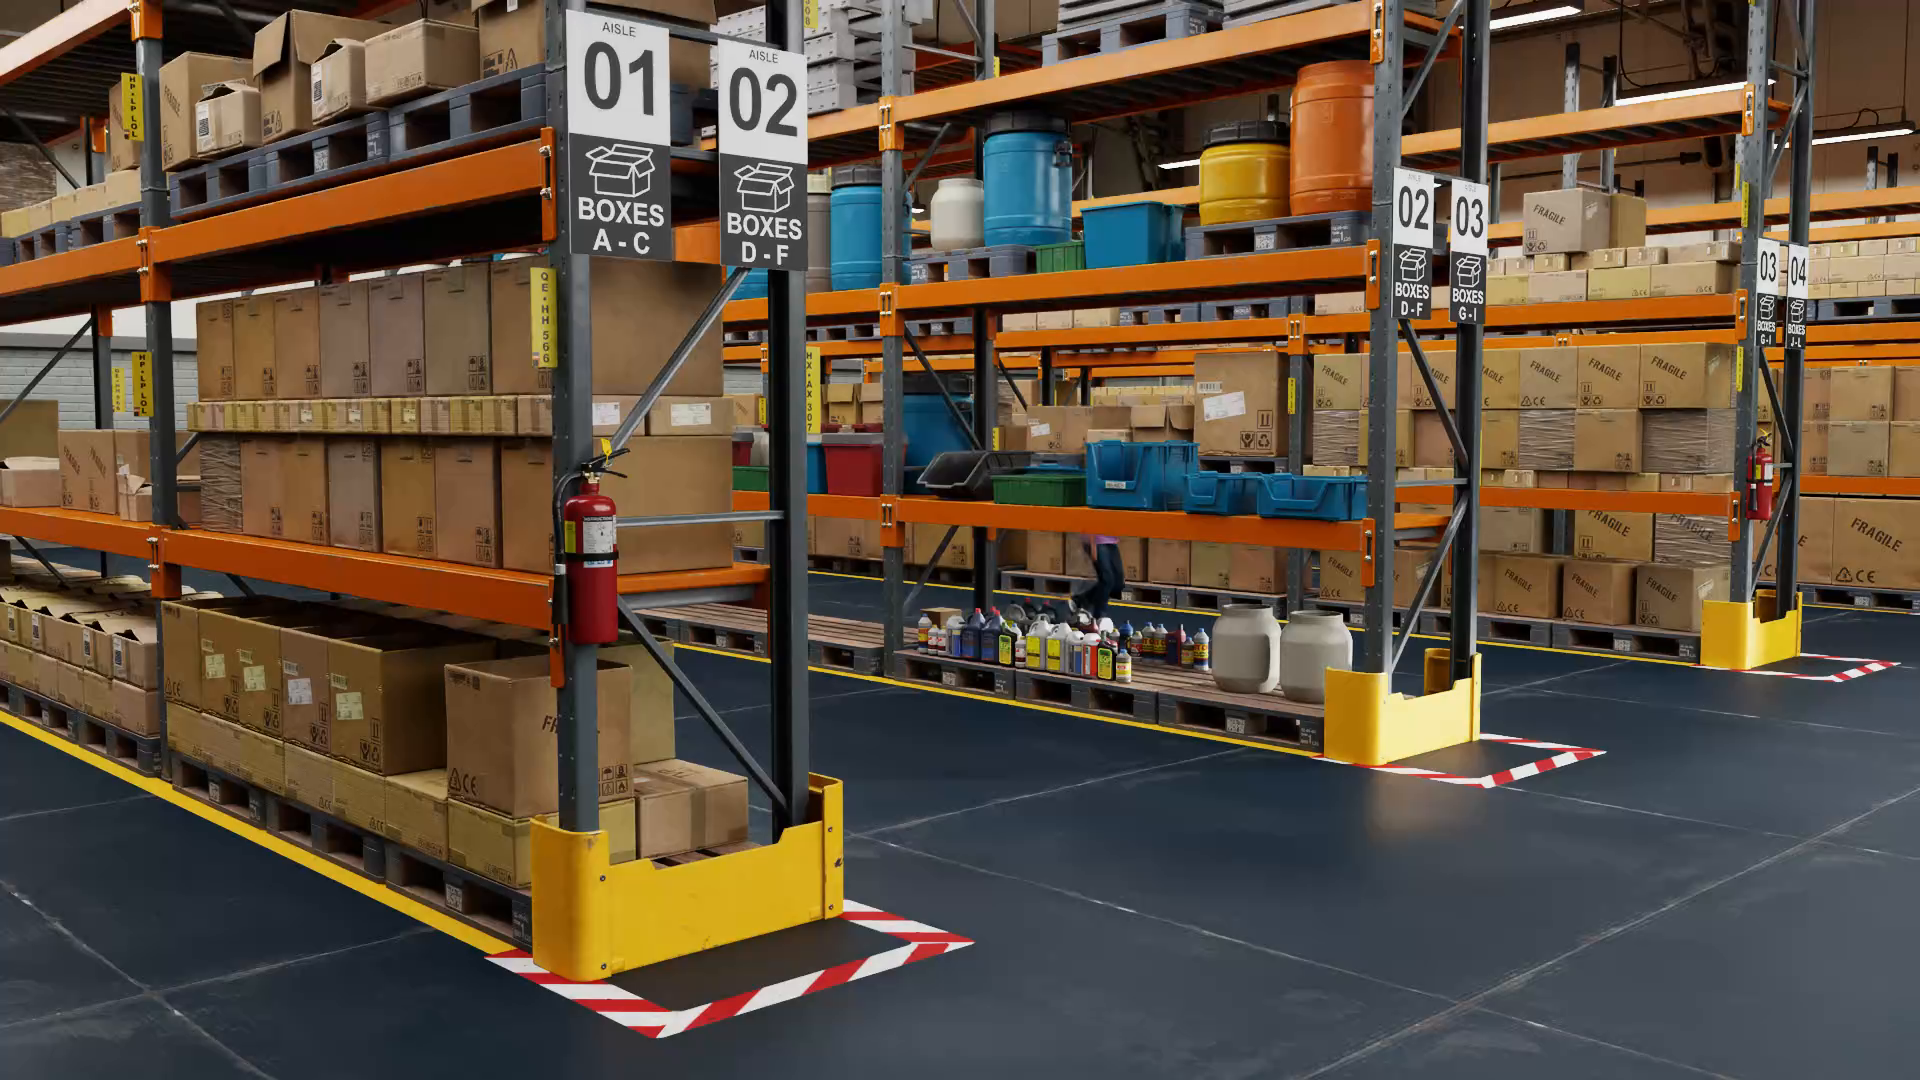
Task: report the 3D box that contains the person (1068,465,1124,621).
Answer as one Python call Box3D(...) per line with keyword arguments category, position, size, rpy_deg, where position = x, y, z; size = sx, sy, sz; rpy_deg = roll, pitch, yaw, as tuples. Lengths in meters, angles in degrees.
Box3D(category="person", position=(1.140, 0.034, 14.020), size=(0.557, 1.581, 0.411), rpy_deg=(2, 5, 29))
